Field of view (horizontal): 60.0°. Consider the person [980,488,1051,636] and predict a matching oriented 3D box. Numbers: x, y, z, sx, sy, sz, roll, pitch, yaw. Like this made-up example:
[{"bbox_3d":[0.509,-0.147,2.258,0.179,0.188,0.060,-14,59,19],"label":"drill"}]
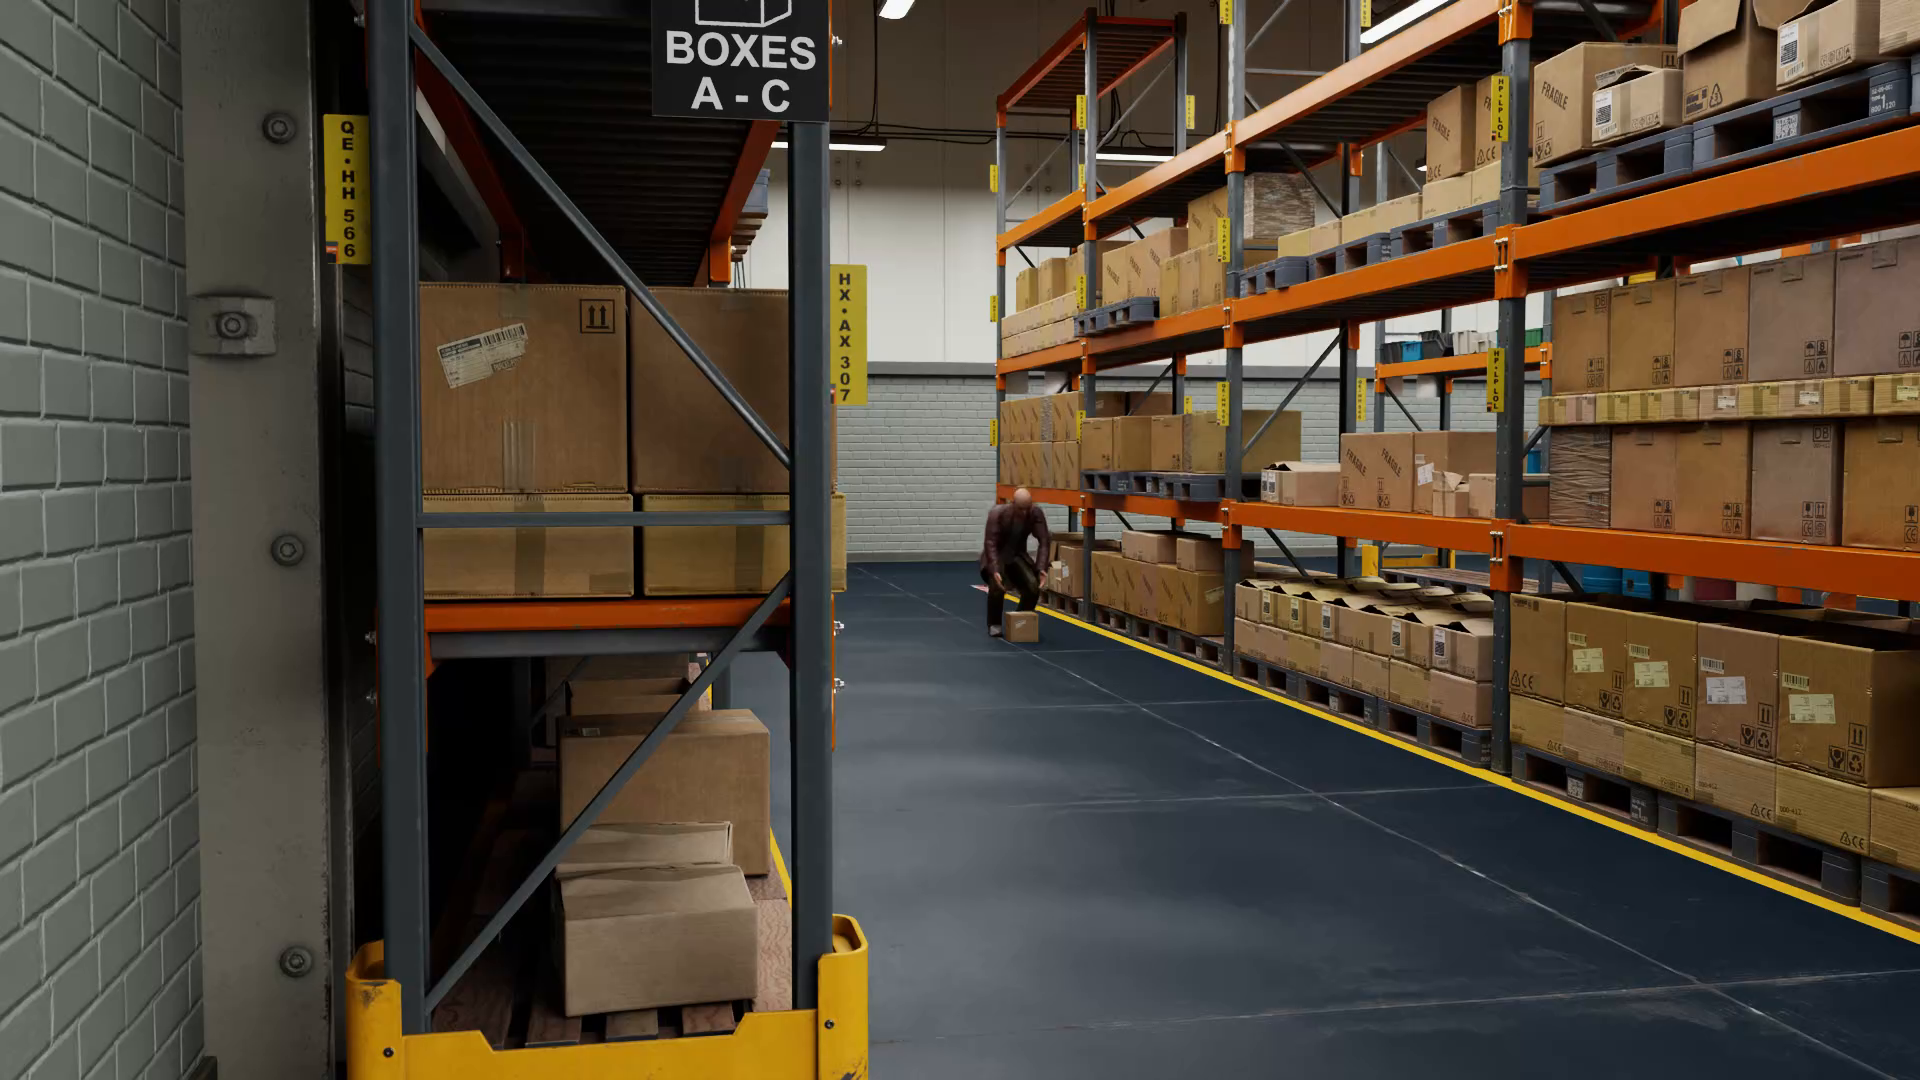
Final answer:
[{"bbox_3d":[0.497,0.200,15.286,0.632,1.363,0.752,-1,3,-11],"label":"person"}]
